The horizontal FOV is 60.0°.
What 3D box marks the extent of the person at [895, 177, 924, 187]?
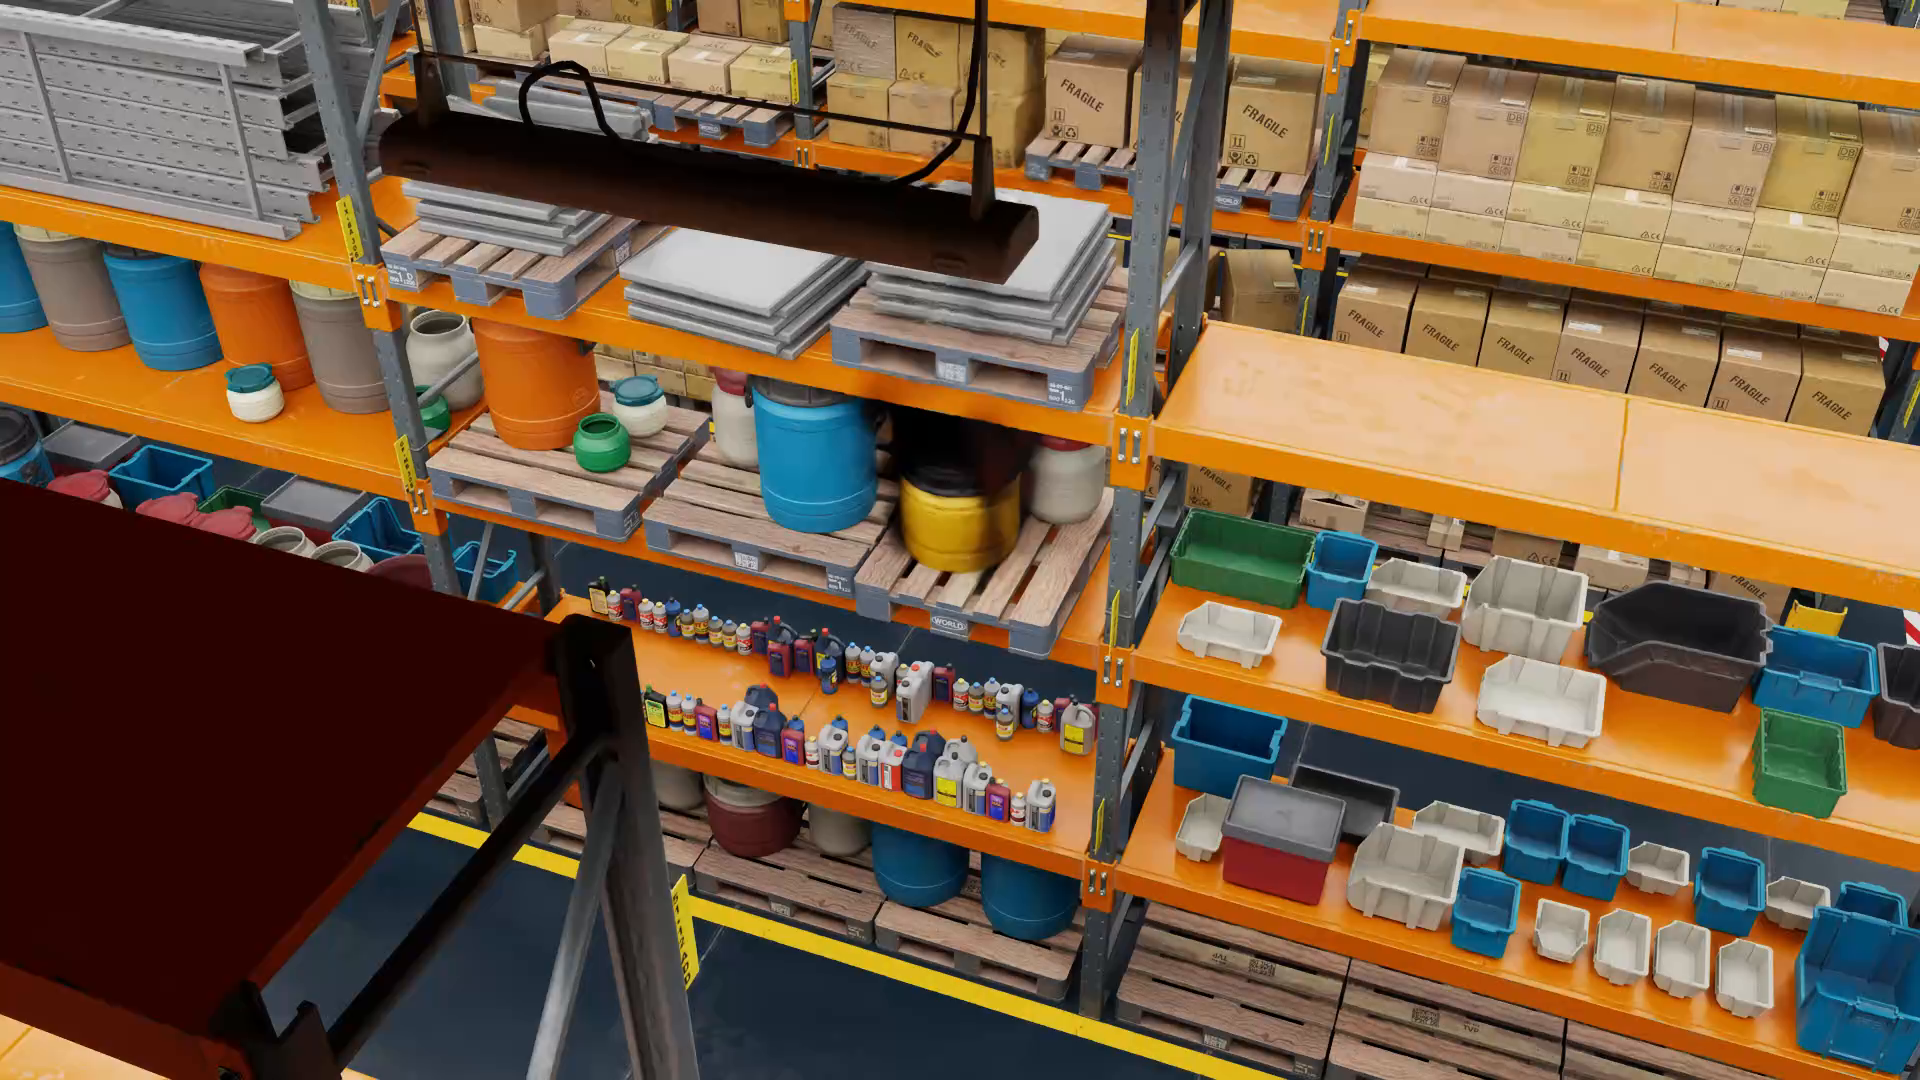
[{"bbox_3d":[-0.454,-2.622,15.486,0.647,1.758,0.653,14,39,18],"label":"person"}]
